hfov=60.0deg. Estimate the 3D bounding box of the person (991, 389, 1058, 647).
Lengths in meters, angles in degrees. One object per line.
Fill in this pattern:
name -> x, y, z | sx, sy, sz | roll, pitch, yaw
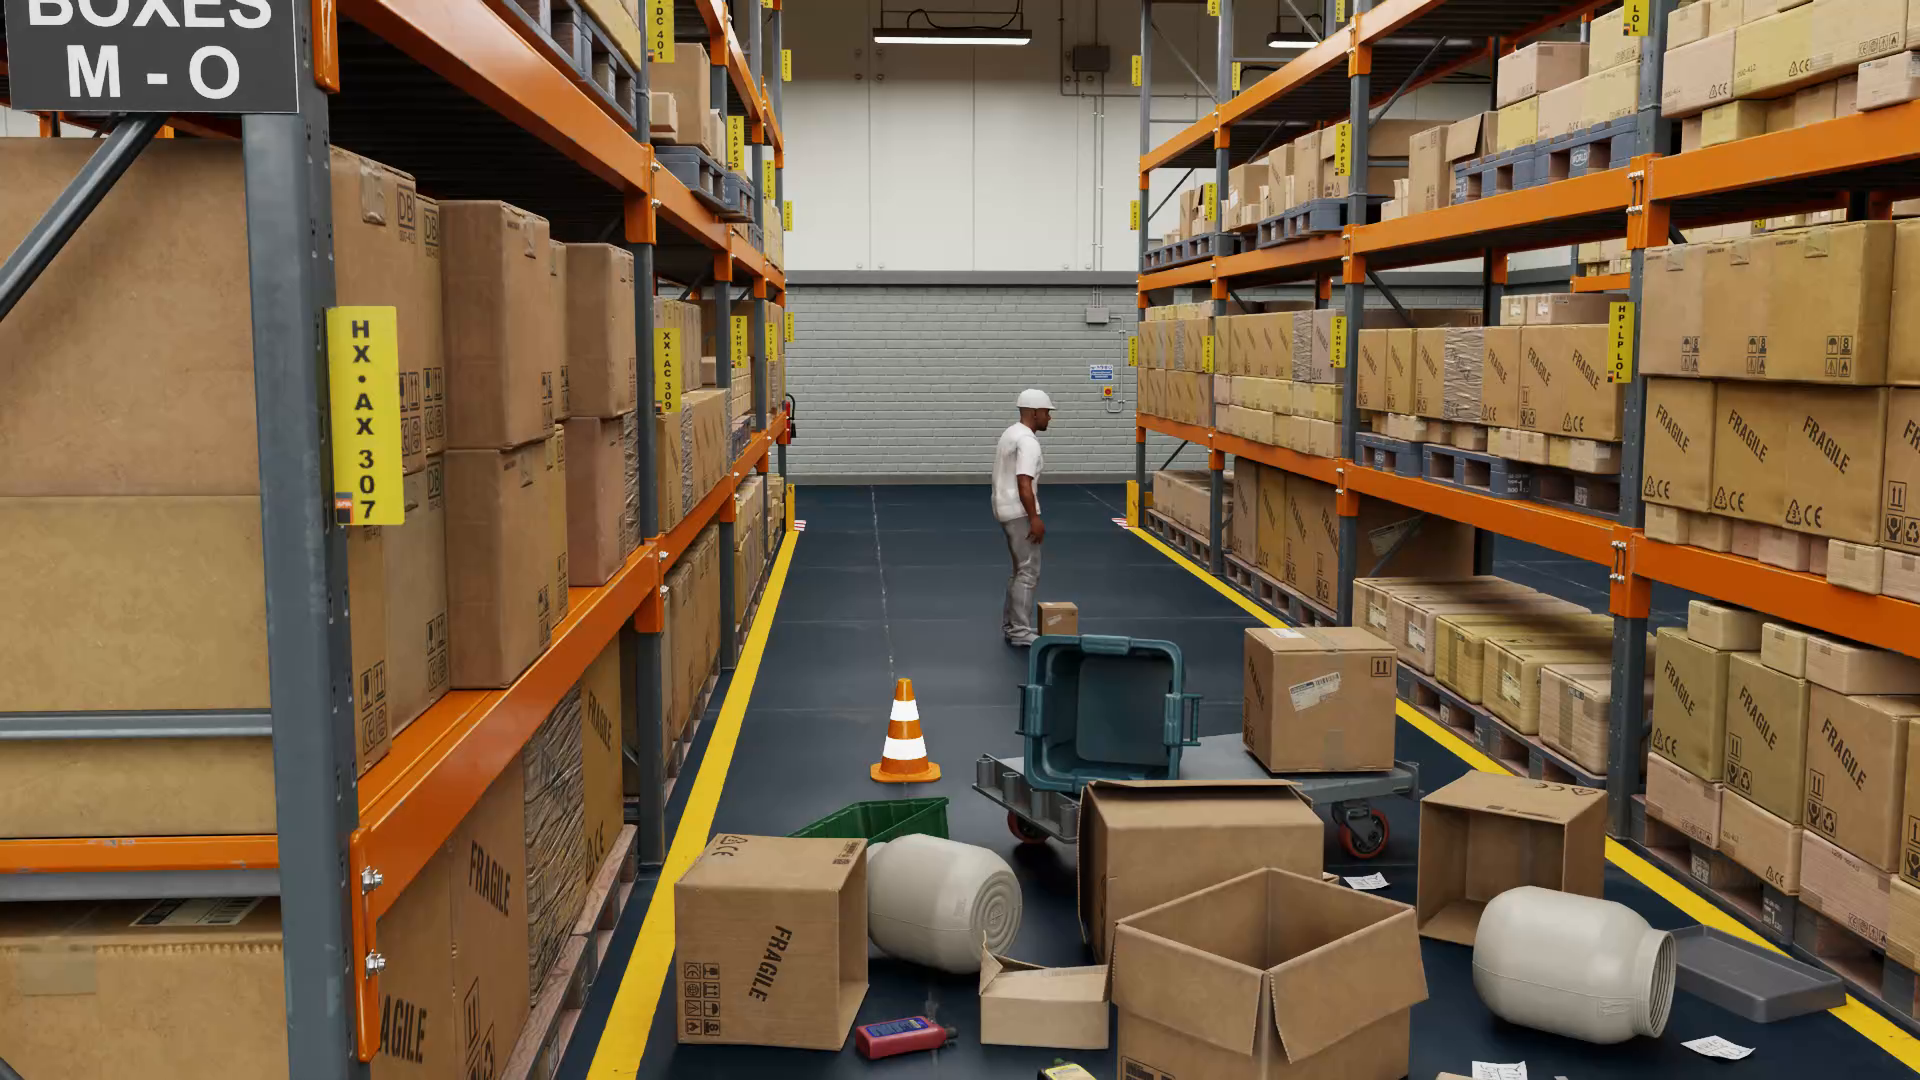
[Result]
person -> 0.454, -0.167, 11.561 | 0.455, 1.760, 0.635 | -1, 7, -7
